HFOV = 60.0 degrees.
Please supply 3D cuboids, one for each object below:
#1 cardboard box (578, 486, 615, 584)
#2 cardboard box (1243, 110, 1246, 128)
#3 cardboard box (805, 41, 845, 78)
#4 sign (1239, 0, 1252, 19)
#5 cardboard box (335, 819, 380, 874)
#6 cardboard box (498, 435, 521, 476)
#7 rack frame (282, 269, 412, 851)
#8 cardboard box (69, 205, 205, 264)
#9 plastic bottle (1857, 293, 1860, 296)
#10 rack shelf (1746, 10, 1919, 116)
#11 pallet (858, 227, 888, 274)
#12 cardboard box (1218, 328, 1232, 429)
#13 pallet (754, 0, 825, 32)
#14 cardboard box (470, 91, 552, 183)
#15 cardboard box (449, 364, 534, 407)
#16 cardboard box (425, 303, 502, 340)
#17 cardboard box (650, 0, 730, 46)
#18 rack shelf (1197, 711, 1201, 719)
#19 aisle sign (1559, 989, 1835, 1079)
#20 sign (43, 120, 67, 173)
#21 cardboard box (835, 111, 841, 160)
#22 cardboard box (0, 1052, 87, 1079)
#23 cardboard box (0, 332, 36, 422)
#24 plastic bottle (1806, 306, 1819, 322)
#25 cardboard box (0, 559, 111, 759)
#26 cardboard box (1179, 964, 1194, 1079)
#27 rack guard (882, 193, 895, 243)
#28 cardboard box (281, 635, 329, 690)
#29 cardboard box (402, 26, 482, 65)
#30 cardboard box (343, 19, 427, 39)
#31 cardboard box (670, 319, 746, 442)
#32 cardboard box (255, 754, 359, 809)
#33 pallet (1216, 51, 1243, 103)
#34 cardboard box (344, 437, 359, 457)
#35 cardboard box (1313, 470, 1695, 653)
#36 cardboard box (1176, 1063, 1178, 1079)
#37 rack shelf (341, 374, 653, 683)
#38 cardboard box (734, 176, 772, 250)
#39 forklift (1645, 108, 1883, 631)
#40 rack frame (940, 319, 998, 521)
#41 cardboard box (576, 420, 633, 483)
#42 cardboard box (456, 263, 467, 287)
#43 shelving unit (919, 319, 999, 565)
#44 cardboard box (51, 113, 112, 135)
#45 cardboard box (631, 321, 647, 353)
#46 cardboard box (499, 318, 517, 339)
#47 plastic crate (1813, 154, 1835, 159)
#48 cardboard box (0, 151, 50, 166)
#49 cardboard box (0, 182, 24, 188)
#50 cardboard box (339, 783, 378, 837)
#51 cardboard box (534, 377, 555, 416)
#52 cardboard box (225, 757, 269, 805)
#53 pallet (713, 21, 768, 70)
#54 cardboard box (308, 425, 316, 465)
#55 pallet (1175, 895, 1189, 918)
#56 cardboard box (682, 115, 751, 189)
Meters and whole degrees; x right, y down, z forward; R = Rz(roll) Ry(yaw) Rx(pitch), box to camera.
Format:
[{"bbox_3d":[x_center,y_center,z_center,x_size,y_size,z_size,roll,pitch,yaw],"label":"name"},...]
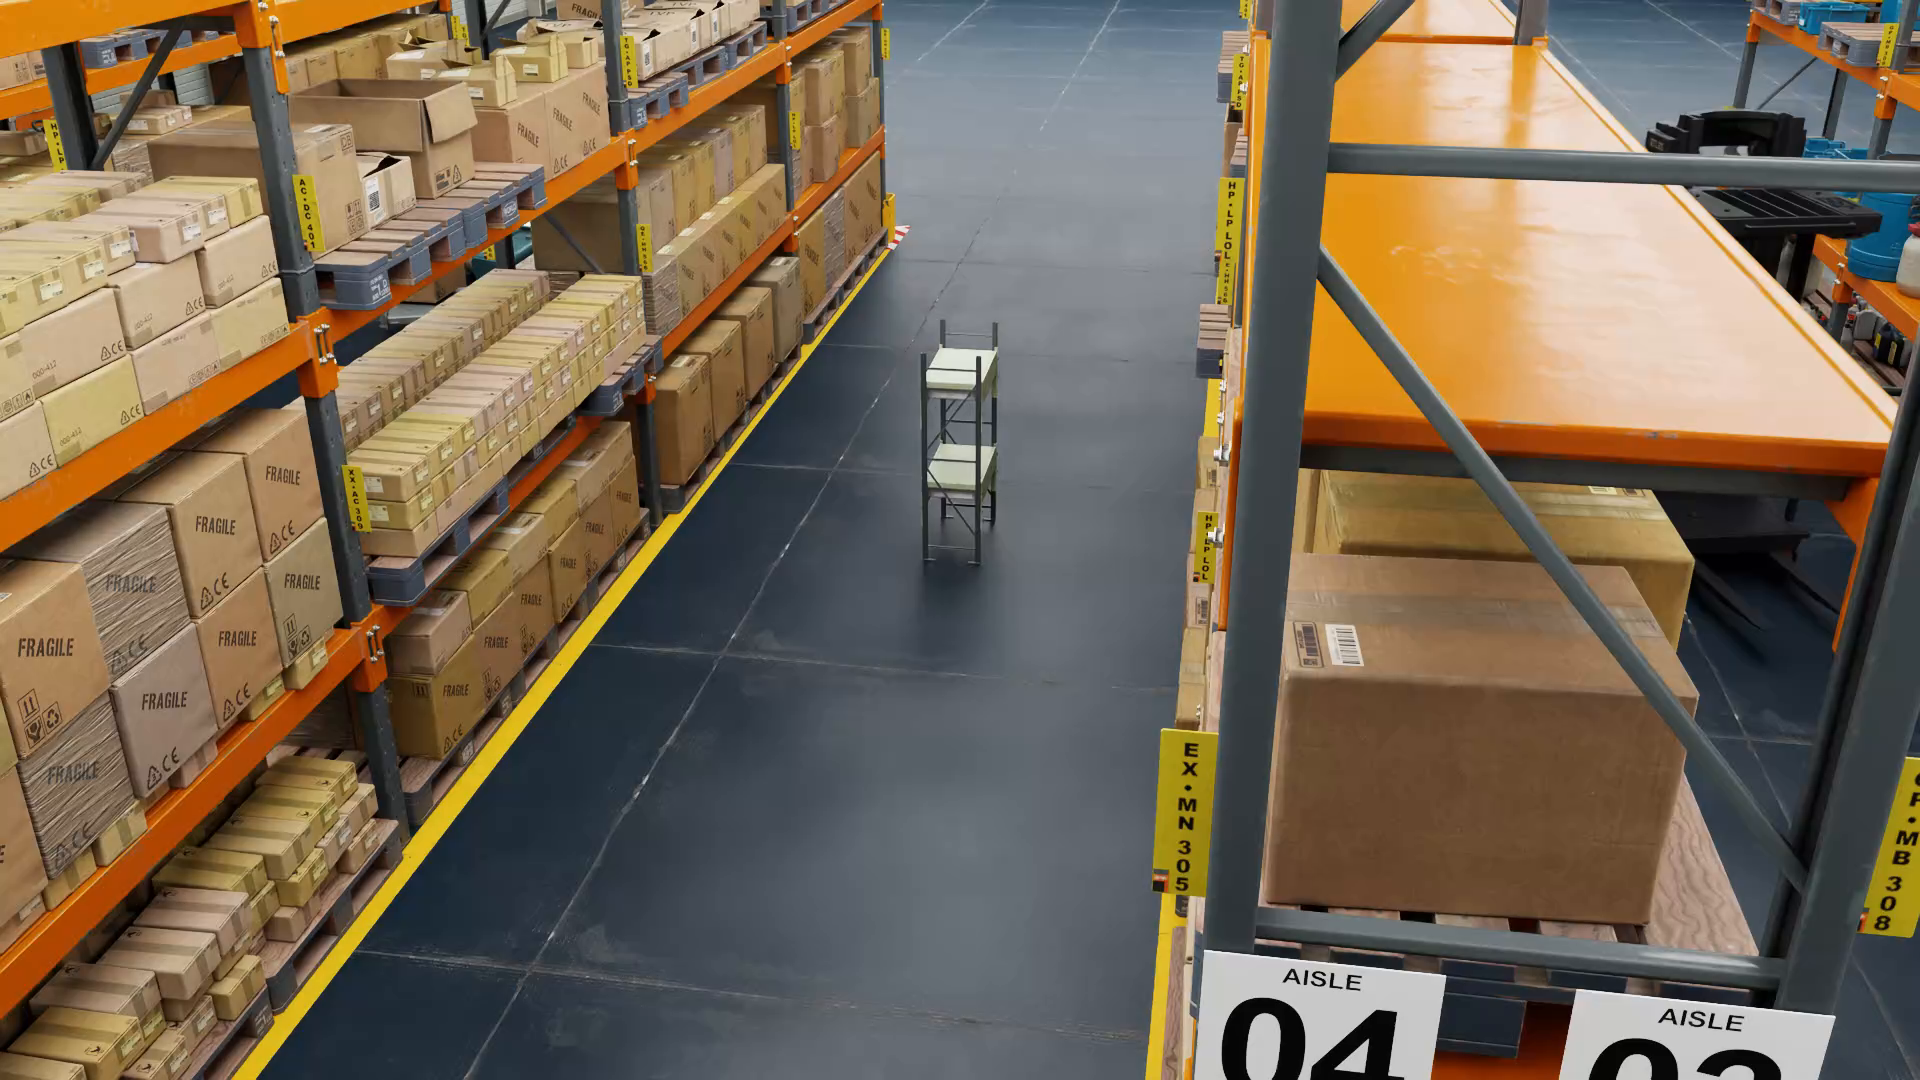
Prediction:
[{"bbox_3d":[-2.596,-0.052,10.821,0.500,0.500,0.500,5,26,11],"label":"cardboard box"},{"bbox_3d":[2.123,-2.834,10.948,0.500,0.250,0.500,4,25,8],"label":"cardboard box"},{"bbox_3d":[-1.673,-4.794,17.046,0.875,0.550,0.550,4,25,9],"label":"cardboard box"},{"bbox_3d":[2.336,-4.419,13.548,0.100,0.325,0.005,4,25,9],"label":"sign"},{"bbox_3d":[-3.039,1.457,8.011,0.380,0.149,0.250,4,25,9],"label":"cardboard box"},{"bbox_3d":[-2.626,-0.473,9.067,0.380,0.149,0.250,3,25,6],"label":"cardboard box"},{"bbox_3d":[-3.311,0.168,7.896,1.000,3.000,0.127,4,25,9],"label":"rack frame"},{"bbox_3d":[-3.124,-1.163,6.319,0.380,0.149,0.250,4,25,8],"label":"cardboard box"},{"bbox_3d":[8.545,-2.255,15.855,0.097,0.201,0.097,0,25,0],"label":"plastic bottle"},{"bbox_3d":[8.086,-4.318,14.790,1.077,0.370,4.000,4,25,9],"label":"rack shelf"},{"bbox_3d":[-1.404,-3.248,18.484,1.003,0.211,1.213,4,25,9],"label":"pallet"},{"bbox_3d":[1.871,-0.979,10.231,0.500,0.500,0.500,5,26,10],"label":"cardboard box"},{"bbox_3d":[-1.860,-4.837,15.157,1.003,0.211,1.213,4,25,9],"label":"pallet"},{"bbox_3d":[-2.655,-2.233,9.370,0.500,0.500,0.500,4,25,9],"label":"cardboard box"},{"bbox_3d":[-2.583,-0.851,9.174,0.380,0.149,0.250,5,26,10],"label":"cardboard box"},{"bbox_3d":[-3.054,-1.345,10.229,0.380,0.149,0.250,3,25,6],"label":"cardboard box"},{"bbox_3d":[-2.073,-3.983,12.718,0.500,0.311,0.500,3,25,7],"label":"cardboard box"},{"bbox_3d":[1.239,1.717,5.437,1.077,0.370,4.000,4,25,9],"label":"rack shelf"},{"bbox_3d":[1.196,1.101,2.838,0.394,0.787,0.004,4,25,9],"label":"aisle sign"},{"bbox_3d":[-3.859,-1.640,7.146,0.100,0.325,0.005,4,25,9],"label":"sign"},{"bbox_3d":[-1.696,-4.078,16.792,0.875,0.550,0.500,4,25,9],"label":"cardboard box"},{"bbox_3d":[-3.437,2.032,6.080,0.380,0.149,0.250,5,26,11],"label":"cardboard box"},{"bbox_3d":[-3.377,-0.482,5.334,0.500,0.250,0.500,3,25,7],"label":"cardboard box"},{"bbox_3d":[7.664,-1.953,15.033,0.144,0.351,0.185,4,25,8],"label":"plastic bottle"},{"bbox_3d":[-3.367,0.398,5.757,0.500,0.500,0.500,3,25,7],"label":"cardboard box"},{"bbox_3d":[0.896,1.514,4.847,0.500,0.250,0.500,3,25,7],"label":"cardboard box"},{"bbox_3d":[-1.346,-3.728,19.170,1.175,0.500,0.348,4,25,9],"label":"rack guard"},{"bbox_3d":[-3.062,0.533,7.413,0.380,0.149,0.250,3,25,7],"label":"cardboard box"},{"bbox_3d":[-3.080,-2.889,9.870,0.396,0.266,0.258,4,25,9],"label":"cardboard box"},{"bbox_3d":[-6.208,-5.344,18.025,0.700,0.500,0.500,4,25,9],"label":"cardboard box"},{"bbox_3d":[-2.330,-1.290,13.171,1.050,0.750,0.750,4,25,9],"label":"cardboard box"},{"bbox_3d":[-3.113,1.167,7.929,0.380,0.149,0.250,5,25,10],"label":"cardboard box"},{"bbox_3d":[2.501,-3.380,12.161,1.213,0.211,1.003,4,25,9],"label":"pallet"},{"bbox_3d":[-3.356,-0.437,8.639,0.380,0.149,0.250,5,26,11],"label":"cardboard box"},{"bbox_3d":[1.155,0.140,3.688,0.700,0.500,0.500,3,25,7],"label":"cardboard box"},{"bbox_3d":[1.232,1.973,6.051,0.875,0.875,0.875,4,25,9],"label":"cardboard box"},{"bbox_3d":[-2.984,-0.342,9.836,1.077,0.370,4.000,4,25,9],"label":"rack shelf"},{"bbox_3d":[-1.908,-2.775,14.066,0.500,0.500,0.500,4,25,8],"label":"cardboard box"},{"bbox_3d":[5.081,-1.229,10.963,1.130,2.935,3.031,-2,25,-5],"label":"forklift"},{"bbox_3d":[0.061,-0.835,11.809,0.400,1.500,0.023,4,25,9],"label":"rack frame"},{"bbox_3d":[-2.511,-0.598,11.102,0.500,0.250,0.500,3,25,7],"label":"cardboard box"},{"bbox_3d":[-5.386,-2.701,16.972,0.500,0.500,0.500,-20,32,-36],"label":"cardboard box"},{"bbox_3d":[0.001,-0.682,11.482,0.431,1.500,0.755,4,25,9],"label":"shelving unit"},{"bbox_3d":[-7.406,-3.508,14.022,0.380,0.149,0.250,5,26,11],"label":"cardboard box"},{"bbox_3d":[-2.285,-1.343,10.926,0.380,0.149,0.250,4,25,9],"label":"cardboard box"},{"bbox_3d":[-3.017,-1.302,10.488,0.380,0.149,0.250,3,25,7],"label":"cardboard box"},{"bbox_3d":[8.515,-3.553,16.021,0.499,0.251,0.408,4,25,9],"label":"plastic crate"},{"bbox_3d":[-7.602,-2.813,13.301,0.500,0.500,0.500,2,25,5],"label":"cardboard box"},{"bbox_3d":[-7.256,-2.348,12.307,0.500,0.500,0.500,3,25,7],"label":"cardboard box"},{"bbox_3d":[-3.049,1.288,8.020,0.380,0.149,0.250,5,25,10],"label":"cardboard box"},{"bbox_3d":[-2.540,-0.830,9.479,0.380,0.149,0.250,4,25,7],"label":"cardboard box"},{"bbox_3d":[-3.572,1.130,8.008,0.380,0.149,0.250,5,26,11],"label":"cardboard box"},{"bbox_3d":[-2.105,-4.062,13.622,0.805,0.209,1.217,3,25,6],"label":"pallet"},{"bbox_3d":[-3.395,-0.471,8.362,0.380,0.149,0.250,3,25,7],"label":"cardboard box"},{"bbox_3d":[1.617,1.489,8.363,1.003,0.211,1.213,4,25,9],"label":"pallet"},{"bbox_3d":[-2.161,-3.252,13.907,0.700,0.500,0.500,4,25,8],"label":"cardboard box"}]
